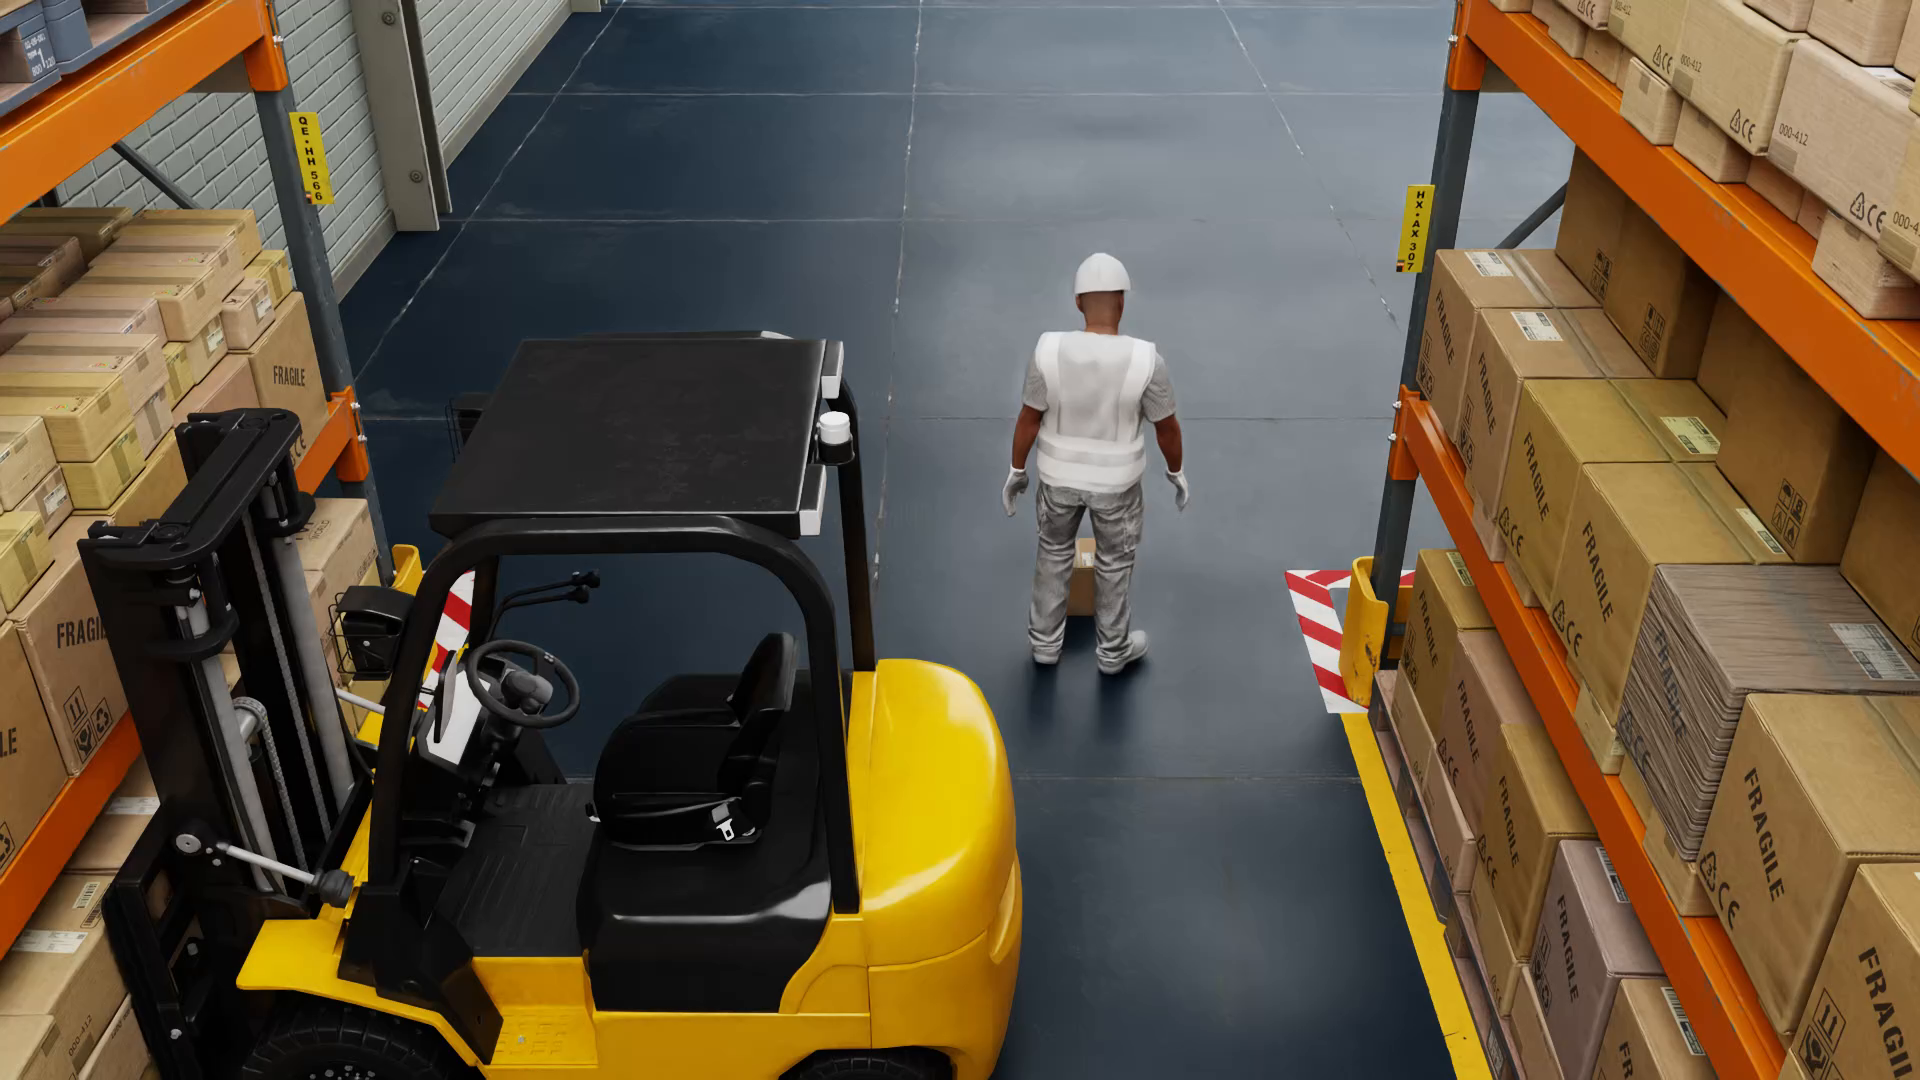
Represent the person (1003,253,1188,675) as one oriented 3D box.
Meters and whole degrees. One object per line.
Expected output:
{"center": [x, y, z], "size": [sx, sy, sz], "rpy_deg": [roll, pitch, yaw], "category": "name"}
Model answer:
{"center": [0.543, -0.244, 6.510], "size": [0.697, 1.817, 0.395], "rpy_deg": [8, 32, 13], "category": "person"}
